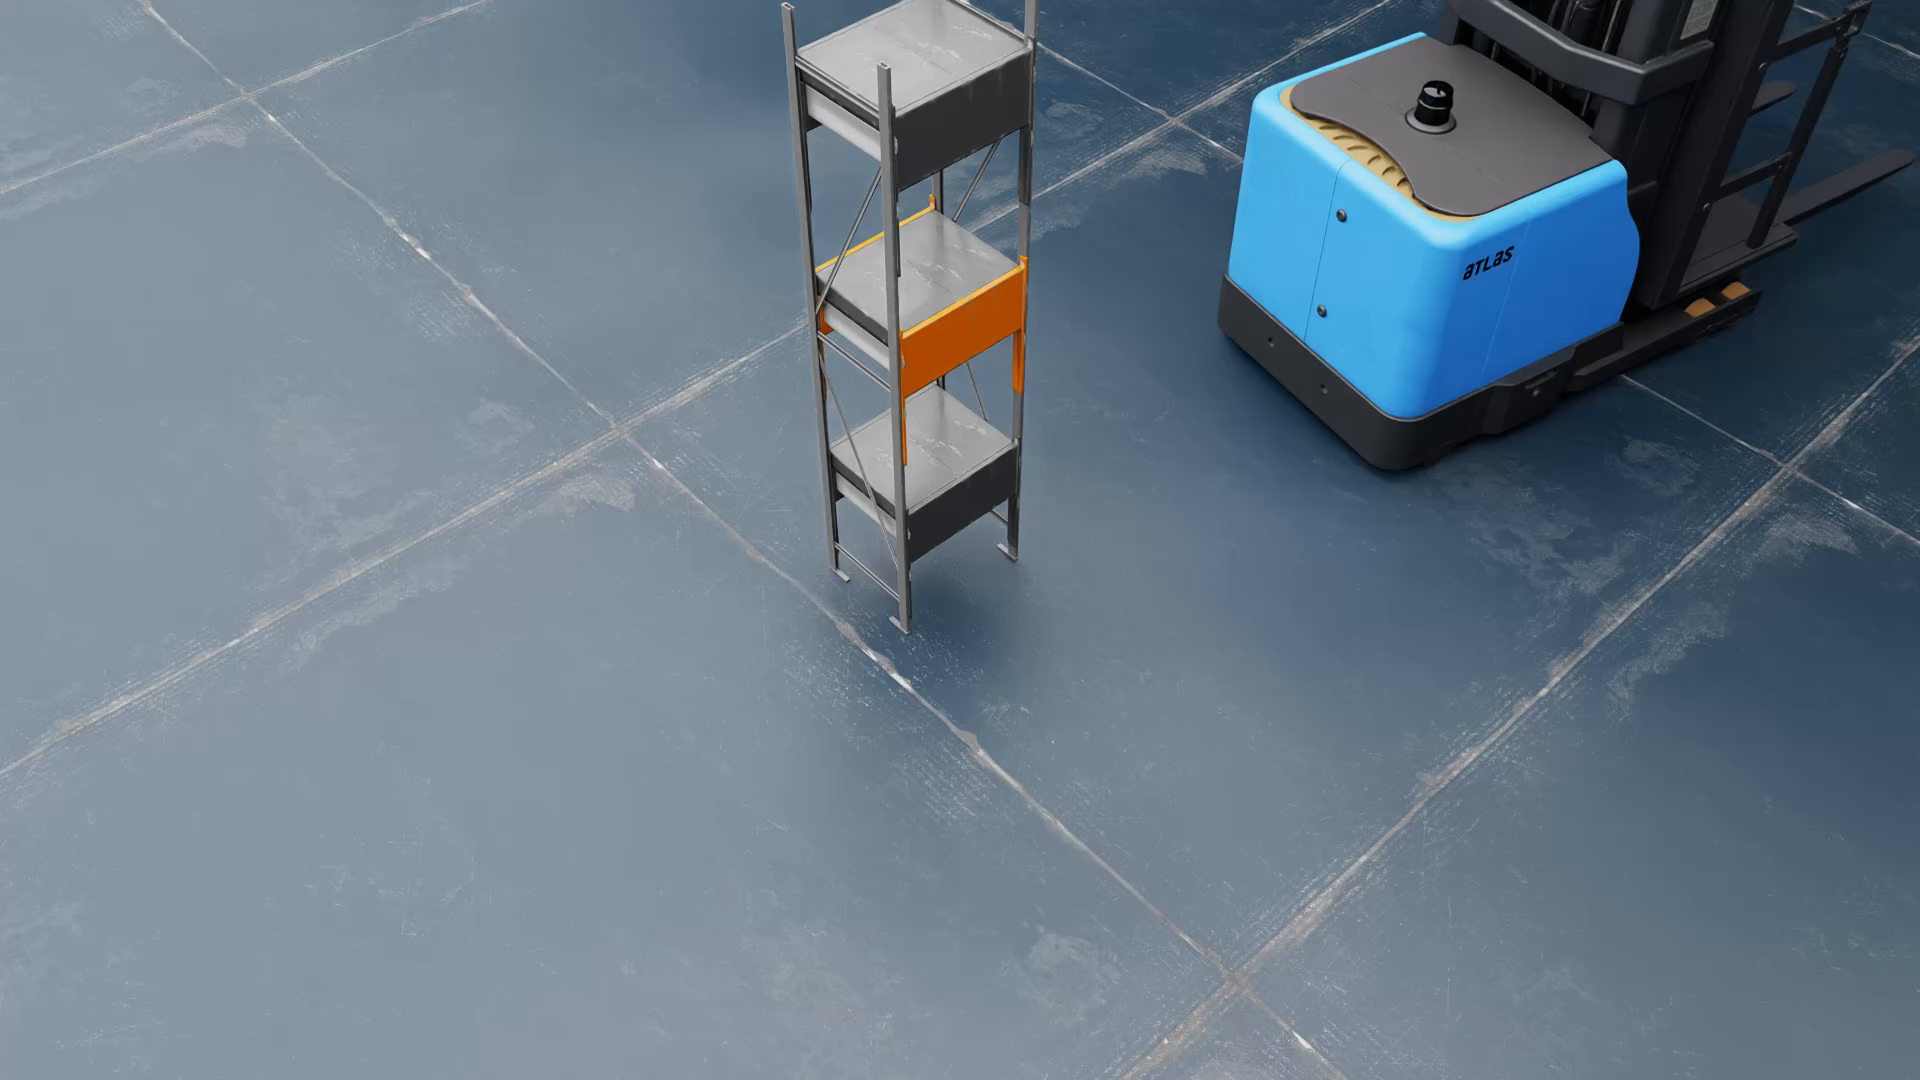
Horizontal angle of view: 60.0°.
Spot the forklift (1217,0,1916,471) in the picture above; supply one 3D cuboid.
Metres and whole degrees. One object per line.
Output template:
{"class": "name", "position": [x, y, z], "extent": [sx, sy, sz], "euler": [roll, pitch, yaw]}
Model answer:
{"class": "forklift", "position": [2.519, -2.071, 5.666], "extent": [3.031, 2.935, 1.130], "euler": [-24, 52, -21]}

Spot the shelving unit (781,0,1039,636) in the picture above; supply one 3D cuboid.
{"class": "shelving unit", "position": [-0.122, -0.630, 4.903], "extent": [0.503, 2.100, 0.431], "euler": [-34, 56, -27]}

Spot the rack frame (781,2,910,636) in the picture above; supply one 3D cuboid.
{"class": "rack frame", "position": [-0.303, -0.510, 4.791], "extent": [0.015, 2.100, 0.400], "euler": [-34, 56, -27]}

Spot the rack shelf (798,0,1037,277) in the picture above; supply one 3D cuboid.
{"class": "rack shelf", "position": [-0.122, -1.096, 4.398], "extent": [0.480, 0.518, 0.431], "euler": [-34, 56, -27]}

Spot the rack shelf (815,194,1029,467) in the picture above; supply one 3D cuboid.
{"class": "rack shelf", "position": [-0.122, -0.621, 4.913], "extent": [0.480, 0.518, 0.431], "euler": [-34, 56, -27]}

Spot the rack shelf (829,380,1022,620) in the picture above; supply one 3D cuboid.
{"class": "rack shelf", "position": [-0.122, -0.146, 5.427], "extent": [0.480, 0.518, 0.431], "euler": [-34, 56, -27]}

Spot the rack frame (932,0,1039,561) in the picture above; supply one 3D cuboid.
{"class": "rack frame", "position": [0.058, -0.751, 5.014], "extent": [0.015, 2.100, 0.400], "euler": [-34, 56, -27]}
